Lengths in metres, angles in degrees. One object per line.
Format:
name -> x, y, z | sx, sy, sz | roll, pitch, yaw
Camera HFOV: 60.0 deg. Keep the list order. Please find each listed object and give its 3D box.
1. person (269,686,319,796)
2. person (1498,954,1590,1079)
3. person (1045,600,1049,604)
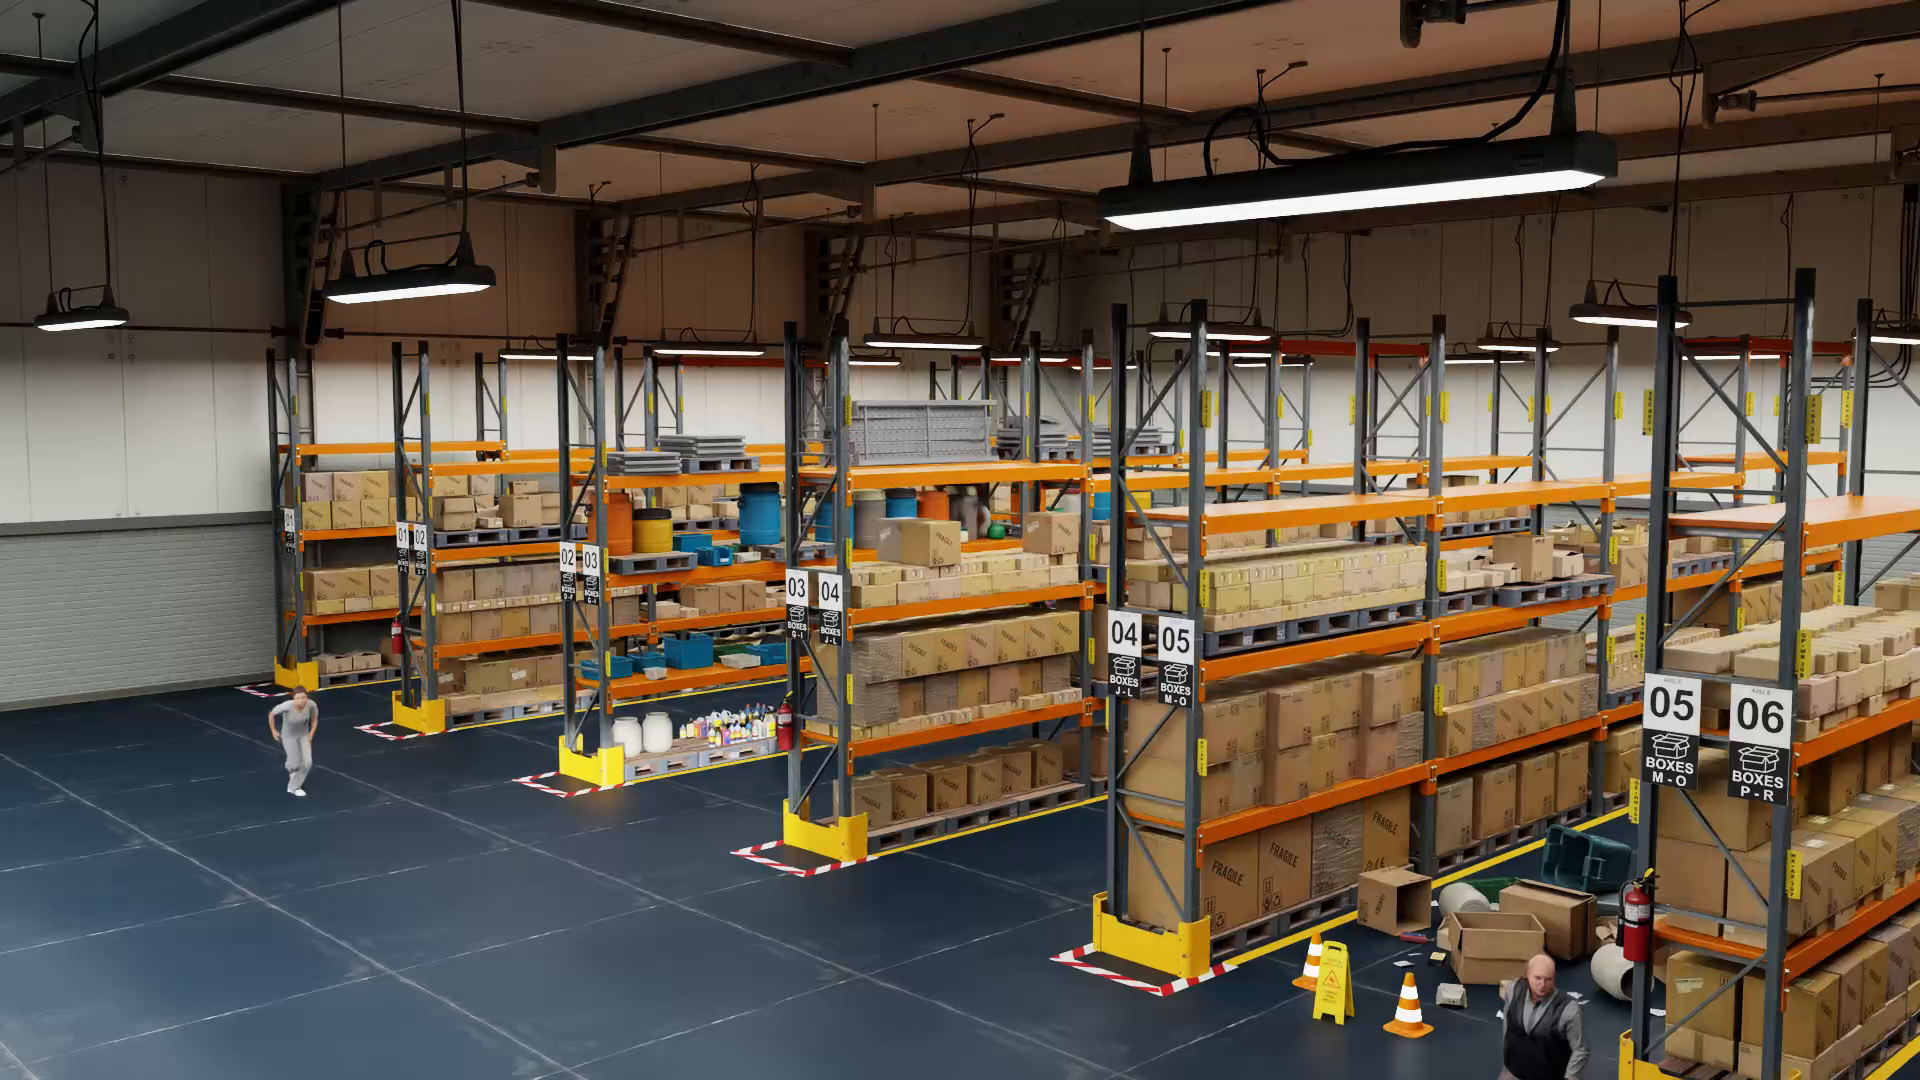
person -> -8.605, 2.580, 21.460 | 0.579, 1.488, 0.812 | -4, 6, -35
person -> 3.686, 3.415, 10.568 | 0.647, 1.675, 0.718 | 4, 6, 37
person -> 2.356, 0.856, 39.547 | 0.686, 1.823, 0.865 | -4, 6, -36
